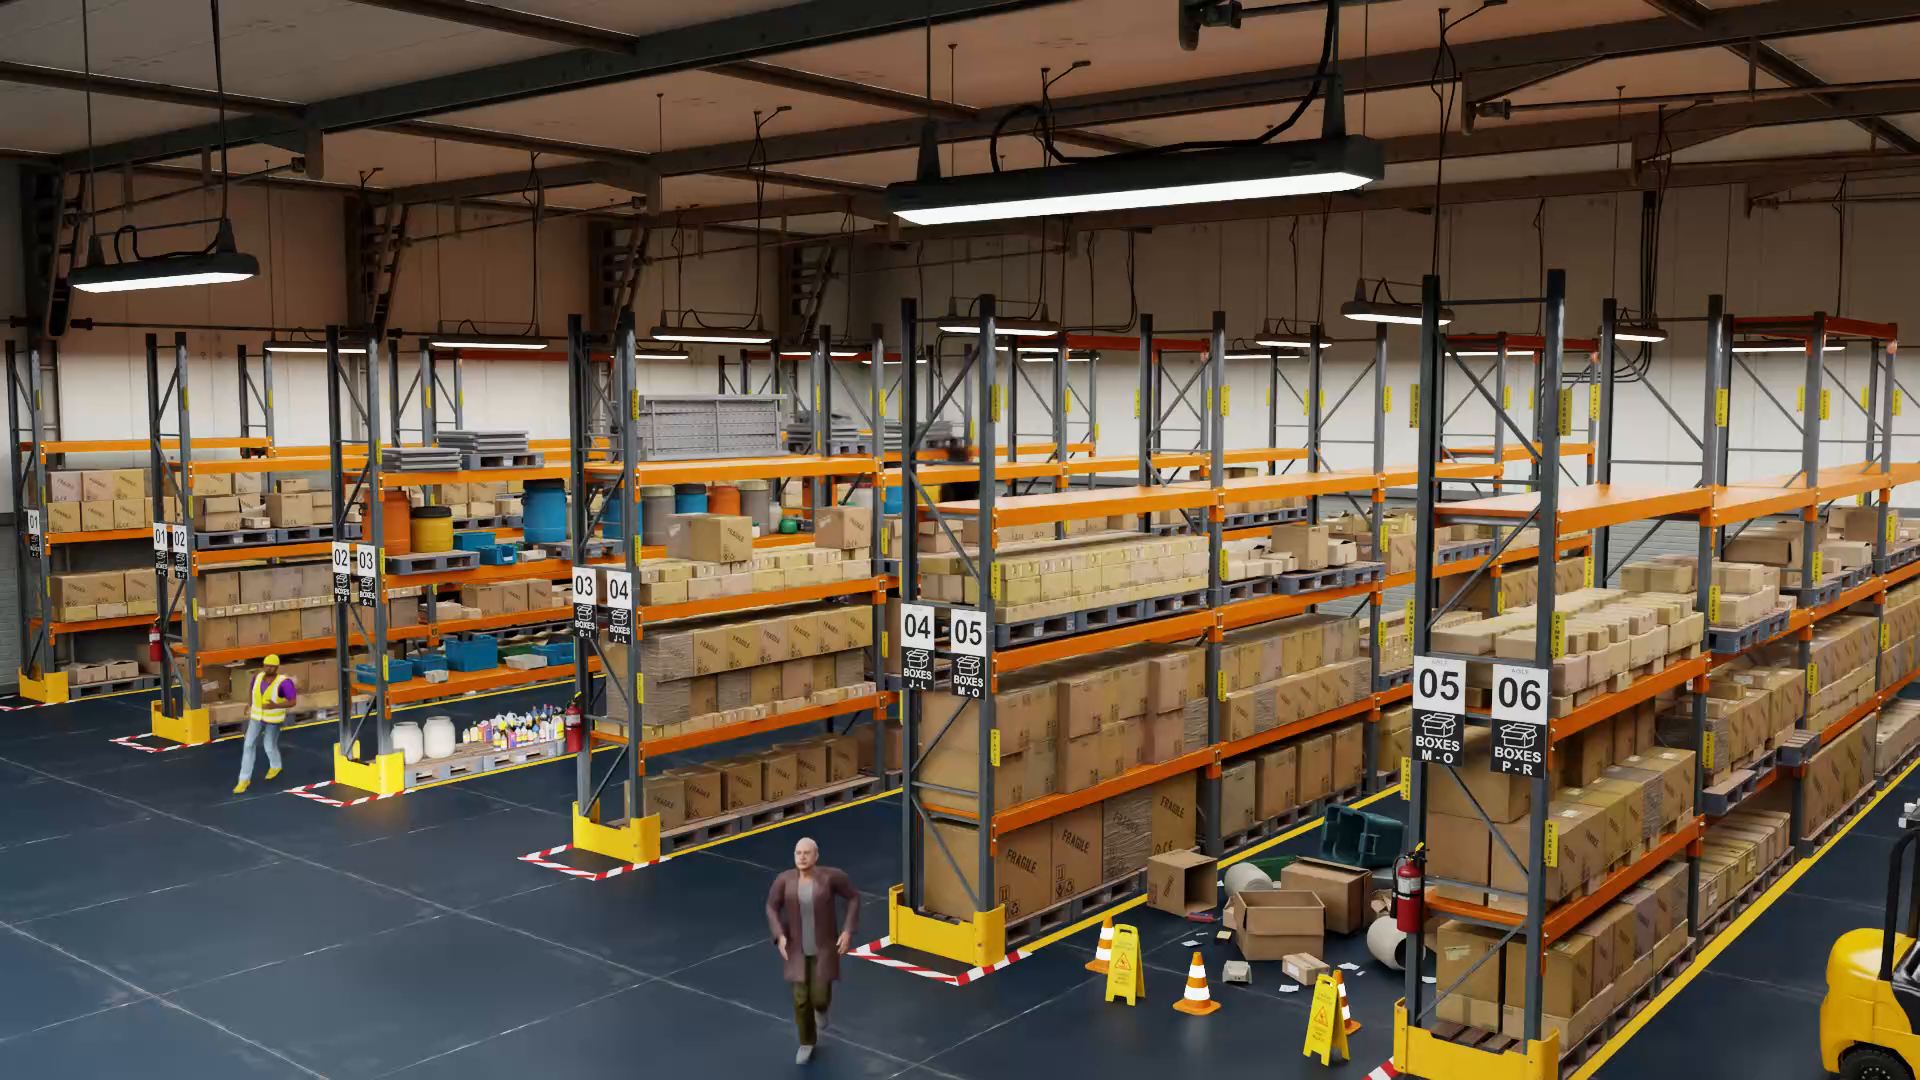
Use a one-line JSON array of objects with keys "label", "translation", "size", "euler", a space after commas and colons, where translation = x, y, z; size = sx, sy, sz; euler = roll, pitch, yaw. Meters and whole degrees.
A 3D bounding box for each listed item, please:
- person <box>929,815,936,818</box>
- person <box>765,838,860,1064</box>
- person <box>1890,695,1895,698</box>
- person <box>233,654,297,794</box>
[{"label": "person", "translation": [-0.136, 2.688, 18.567], "size": [0.614, 1.648, 0.652], "euler": [3, 6, 28]}, {"label": "person", "translation": [-1.150, 3.158, 12.835], "size": [0.733, 1.749, 0.606], "euler": [0, 5, 5]}, {"label": "person", "translation": [14.437, 2.051, 25.828], "size": [0.614, 1.627, 0.548], "euler": [-3, 6, -33]}, {"label": "person", "translation": [-8.981, 2.356, 21.679], "size": [0.721, 1.773, 0.899], "euler": [0, 5, 3]}]
